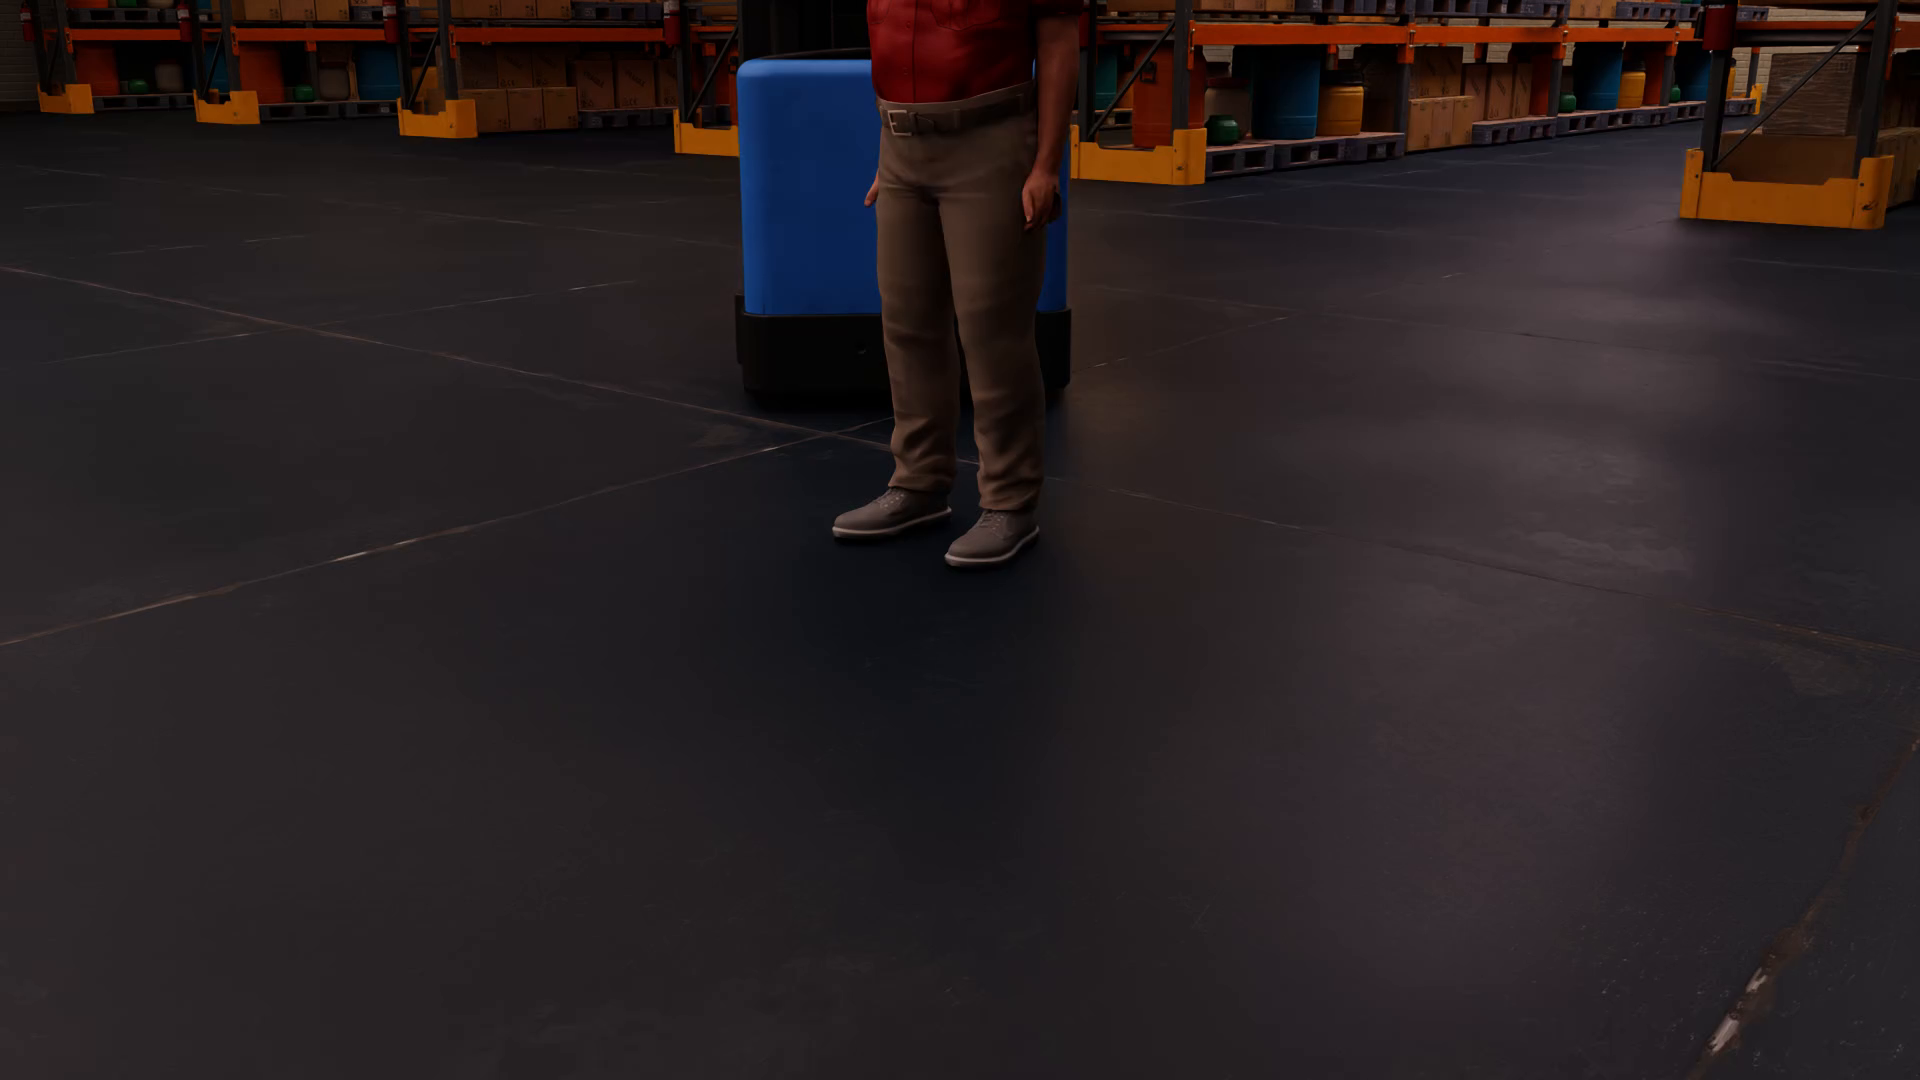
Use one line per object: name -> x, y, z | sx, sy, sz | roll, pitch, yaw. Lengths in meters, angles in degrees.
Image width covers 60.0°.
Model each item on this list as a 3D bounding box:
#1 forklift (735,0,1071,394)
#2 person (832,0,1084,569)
forklift -> -0.277, -2.245, 6.292 | 1.130, 2.935, 3.031 | -1, 17, -4
person -> -0.006, -0.820, 3.676 | 0.526, 1.728, 0.385 | 13, 21, 37
